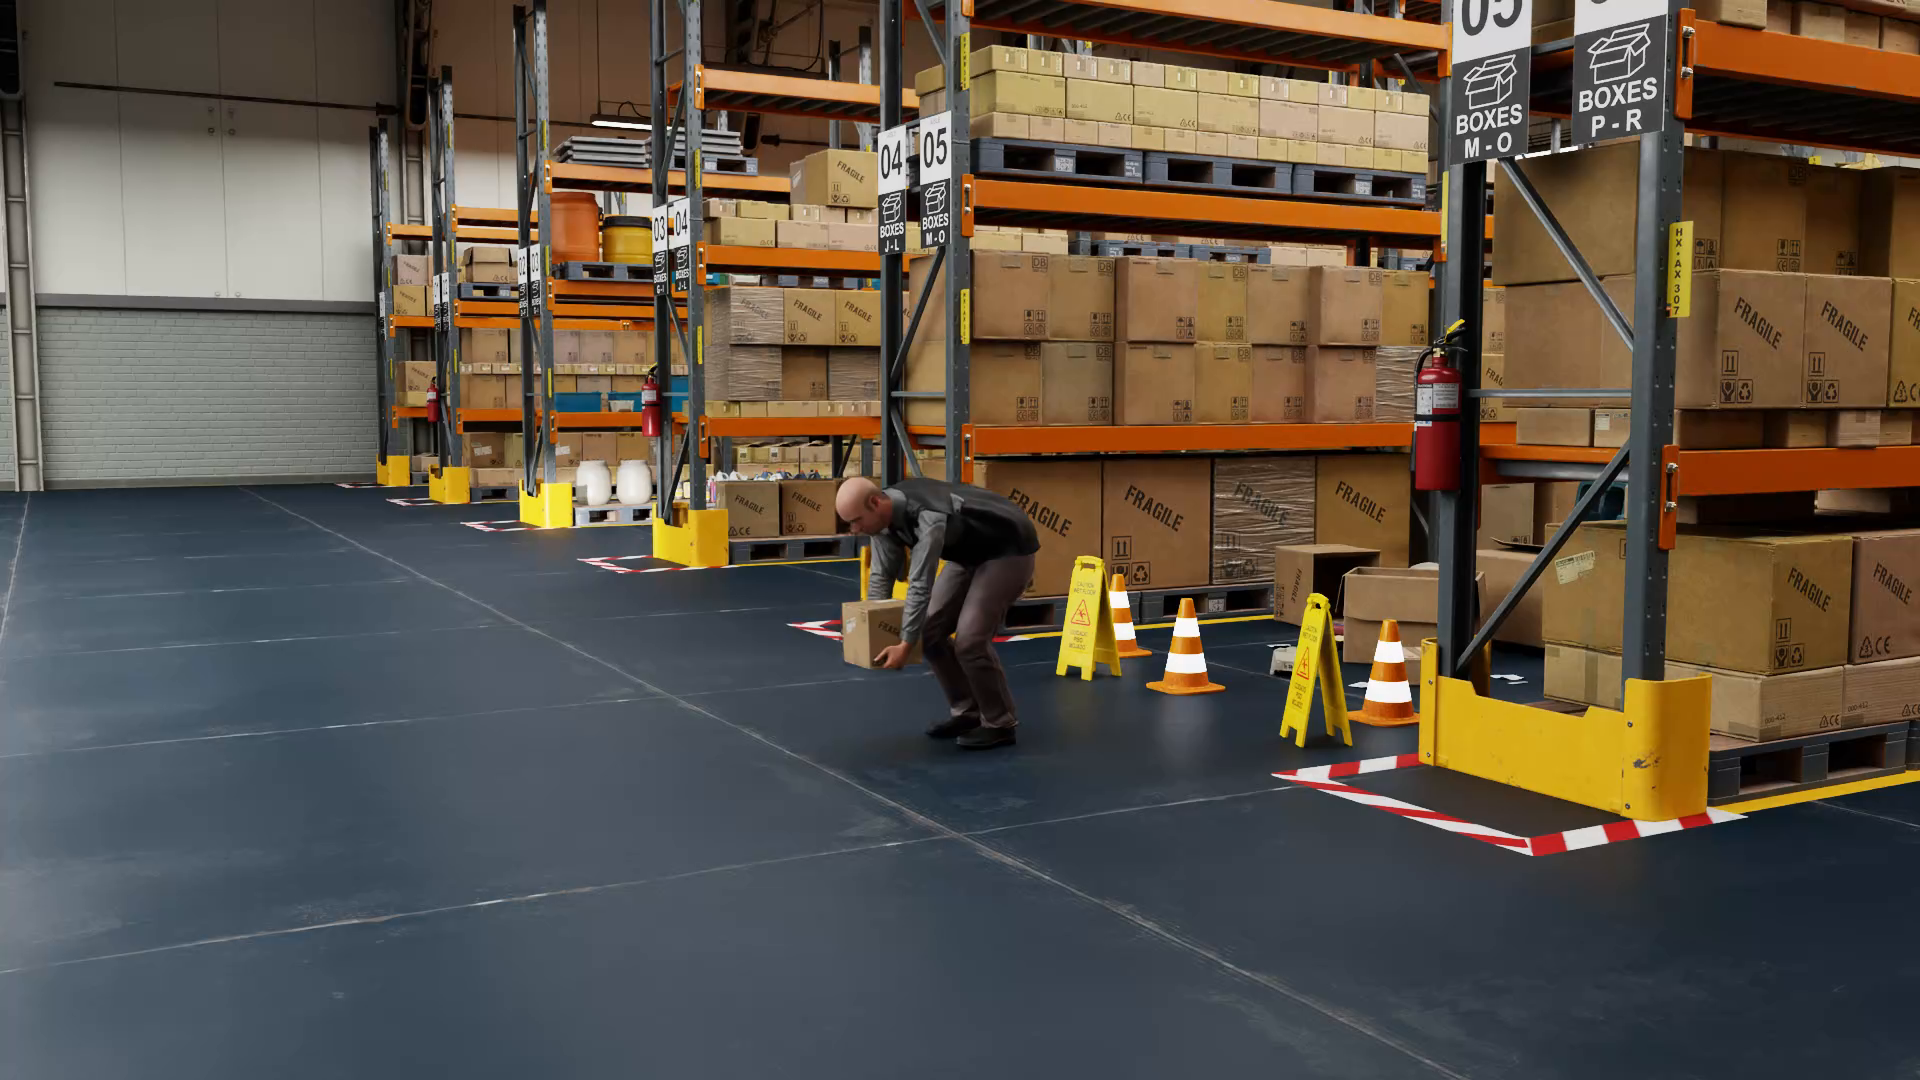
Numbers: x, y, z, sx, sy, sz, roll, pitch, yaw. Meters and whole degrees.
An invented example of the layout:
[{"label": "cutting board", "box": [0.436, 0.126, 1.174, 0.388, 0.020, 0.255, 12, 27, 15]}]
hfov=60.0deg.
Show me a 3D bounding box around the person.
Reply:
[{"label": "person", "box": [-0.108, 0.304, 7.113, 0.937, 1.164, 0.485, -3, 6, -31]}]
